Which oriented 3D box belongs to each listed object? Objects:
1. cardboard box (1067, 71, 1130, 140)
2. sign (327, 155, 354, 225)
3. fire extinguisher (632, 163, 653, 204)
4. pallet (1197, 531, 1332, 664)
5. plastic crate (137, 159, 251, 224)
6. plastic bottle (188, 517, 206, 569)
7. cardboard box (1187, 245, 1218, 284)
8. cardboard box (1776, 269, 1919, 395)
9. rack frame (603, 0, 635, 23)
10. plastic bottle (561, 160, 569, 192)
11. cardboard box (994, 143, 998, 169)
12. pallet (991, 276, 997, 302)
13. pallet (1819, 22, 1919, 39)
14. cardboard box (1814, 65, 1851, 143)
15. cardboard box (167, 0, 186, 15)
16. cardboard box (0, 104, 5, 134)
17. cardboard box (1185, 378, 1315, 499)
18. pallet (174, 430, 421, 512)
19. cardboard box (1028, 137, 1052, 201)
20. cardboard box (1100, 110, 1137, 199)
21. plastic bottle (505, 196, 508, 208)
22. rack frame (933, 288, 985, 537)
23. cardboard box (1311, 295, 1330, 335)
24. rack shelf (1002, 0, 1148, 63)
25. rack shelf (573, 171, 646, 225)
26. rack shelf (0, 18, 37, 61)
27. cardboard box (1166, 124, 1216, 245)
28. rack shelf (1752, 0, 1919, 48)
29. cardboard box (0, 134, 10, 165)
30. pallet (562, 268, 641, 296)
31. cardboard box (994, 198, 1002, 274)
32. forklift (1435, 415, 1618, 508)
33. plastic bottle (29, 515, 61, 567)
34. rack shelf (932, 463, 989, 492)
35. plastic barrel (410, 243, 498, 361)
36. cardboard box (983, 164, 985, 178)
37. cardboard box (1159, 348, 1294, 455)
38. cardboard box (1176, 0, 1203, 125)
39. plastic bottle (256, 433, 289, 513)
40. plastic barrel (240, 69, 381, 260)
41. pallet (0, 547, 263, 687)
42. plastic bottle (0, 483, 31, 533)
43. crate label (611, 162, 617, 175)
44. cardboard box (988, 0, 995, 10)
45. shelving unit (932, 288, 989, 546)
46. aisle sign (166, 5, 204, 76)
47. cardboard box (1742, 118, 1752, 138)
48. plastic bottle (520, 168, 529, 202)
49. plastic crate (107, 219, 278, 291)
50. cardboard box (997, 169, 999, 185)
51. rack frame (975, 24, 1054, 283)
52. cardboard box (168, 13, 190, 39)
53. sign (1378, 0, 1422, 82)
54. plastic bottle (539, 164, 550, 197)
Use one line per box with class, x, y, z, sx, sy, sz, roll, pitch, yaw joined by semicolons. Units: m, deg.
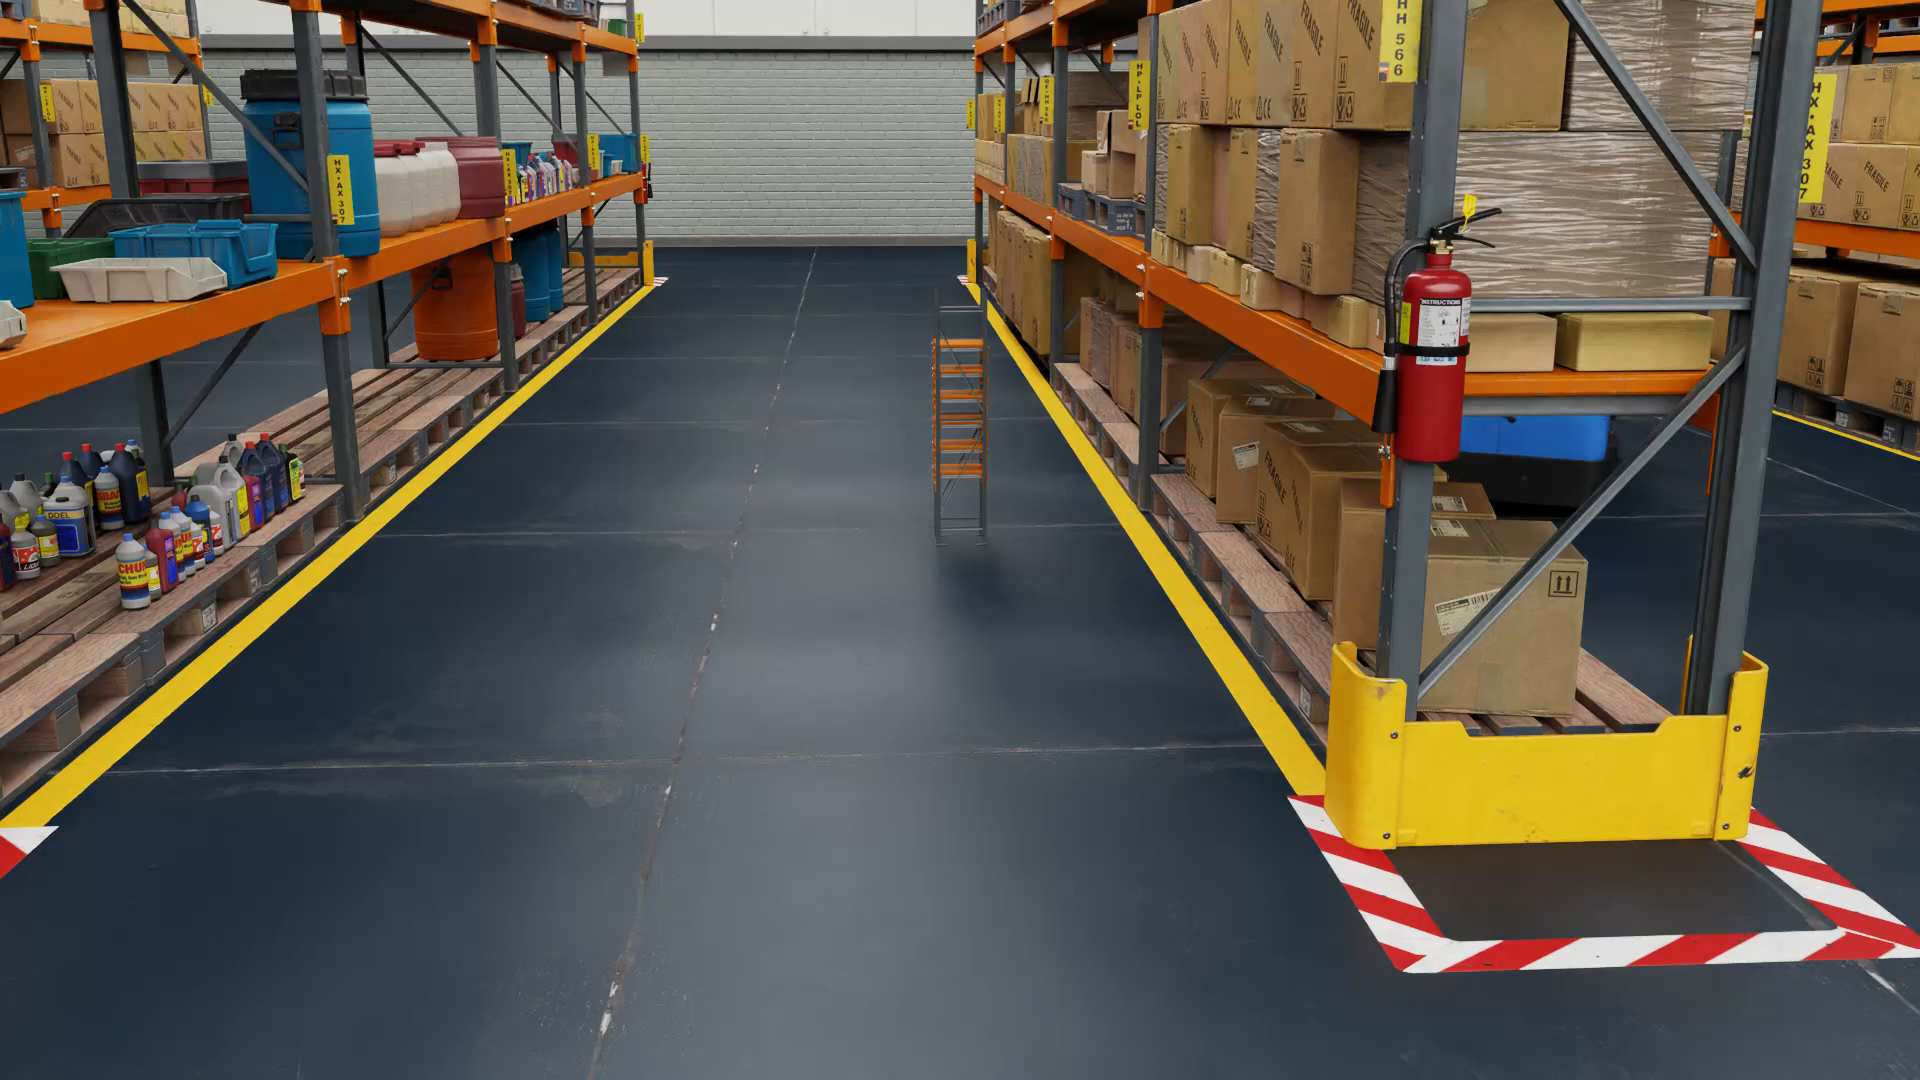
cardboard box;1.149;-3.324;12.712;0.797;0.503;0.637;0;14;-2
sign;-2.968;-1.676;7.966;0.100;0.325;0.005;-1;14;-3
fire extinguisher;-3.817;-4.347;19.807;0.296;0.674;0.183;-1;14;-3
pallet;1.582;0.208;6.794;1.003;0.211;1.213;-1;14;-3
plastic crate;-3.853;-1.683;8.420;0.402;0.464;0.583;-1;14;-3
plastic bottle;-3.104;0.010;6.701;0.097;0.201;0.097;0;14;0
cardboard box;1.184;-1.184;7.113;0.380;0.149;0.250;-1;14;-3
cardboard box;6.140;-1.403;11.131;1.050;0.750;0.750;-1;14;-3
rack frame;-4.261;-7.426;18.830;1.000;3.000;0.127;-1;14;-3
plastic bottle;-3.606;-3.320;15.143;0.061;0.283;0.133;-1;14;-3
cardboard box;0.607;-3.908;16.901;0.500;0.250;0.500;0;14;-2
pallet;0.883;-2.747;18.278;1.003;0.211;1.213;-1;14;-3
pallet;10.630;-5.976;19.390;1.003;0.211;1.213;-1;14;-3
cardboard box;6.186;-2.954;11.282;0.700;0.500;0.500;-1;14;-4
cardboard box;-8.919;-5.944;18.385;0.500;0.250;0.500;-1;14;-3
cardboard box;-9.247;-4.105;15.754;0.500;0.500;0.500;-1;14;-3
cardboard box;1.411;-0.506;8.146;0.500;0.500;0.500;-1;14;-5
pallet;-3.605;-0.381;9.083;1.003;0.211;1.213;-1;14;-3
cardboard box;0.840;-3.028;13.576;0.500;0.500;0.500;-1;14;-5
cardboard box;1.226;-2.296;9.881;0.797;0.503;0.637;1;14;2
plastic bottle;-3.455;-2.601;12.515;0.097;0.201;0.097;0;14;0
rack frame;-0.005;-0.600;7.951;0.240;1.200;0.006;-1;14;-3
cardboard box;1.368;-0.750;5.426;0.380;0.149;0.250;-1;14;-3
rack shelf;1.054;-4.209;13.791;1.077;0.370;4.000;-1;14;-3
rack shelf;-4.137;-3.675;17.734;1.077;0.370;4.000;-1;14;-3
rack shelf;-8.833;-4.057;13.200;1.077;0.370;4.000;-1;14;-3
cardboard box;1.388;-1.568;7.302;0.875;0.500;0.500;-1;14;-3
rack shelf;6.259;-3.266;10.125;1.077;0.370;4.000;-1;14;-3
cardboard box;-9.244;-3.619;15.873;0.500;0.500;0.500;-1;14;-3
pallet;-4.248;-2.965;19.126;1.003;0.211;1.213;-1;14;-3
cardboard box;0.859;-3.388;18.594;0.875;0.875;0.875;-1;14;-3
forklift;3.293;-1.900;9.530;1.130;2.935;3.031;6;15;21
plastic bottle;-3.714;-0.001;6.744;0.097;0.201;0.097;0;14;0
rack shelf;0.001;-0.302;7.934;0.258;0.103;0.180;-1;14;-3
plastic barrel;-3.812;-1.805;12.535;0.600;0.830;0.708;-1;14;-3
cardboard box;0.457;-4.063;18.300;0.380;0.149;0.250;-1;14;-4
cardboard box;1.410;-0.769;9.127;0.700;0.500;0.500;-2;15;-8
cardboard box;1.233;-2.050;7.168;0.500;0.500;0.500;-1;14;-3
plastic bottle;-3.190;-0.311;7.649;0.144;0.351;0.185;-1;14;-5
plastic barrel;-3.239;-1.880;8.308;0.600;0.901;0.708;-1;14;-3
pallet;-3.439;0.286;6.492;1.003;0.211;1.213;-1;14;-3
plastic bottle;-3.832;-0.061;6.675;0.144;0.351;0.185;0;14;-1
crate label;-3.984;-4.081;18.277;0.396;0.136;0.243;-1;14;-3
cardboard box;0.683;-6.080;18.373;0.700;0.500;0.500;-1;14;-5
shelving unit;0.001;-0.577;7.863;0.258;1.200;0.189;-1;14;-3
aisle sign;-8.903;-5.726;19.044;0.394;0.787;0.004;-1;14;-3
cardboard box;6.280;-3.214;12.965;0.380;0.149;0.250;-1;14;-5
plastic bottle;-3.506;-2.841;13.306;0.097;0.271;0.097;0;14;0
plastic crate;-3.178;-1.193;6.944;0.499;0.251;0.616;-1;14;-3
cardboard box;0.568;-3.616;16.564;0.380;0.149;0.250;-1;14;-2
rack frame;0.683;-4.597;19.875;1.000;3.000;0.127;-1;14;-3
cardboard box;-8.910;-5.702;18.448;0.500;0.250;0.500;-1;14;-3
sign;1.119;-1.328;4.212;0.100;0.325;0.005;-1;14;-3
plastic bottle;-3.589;-3.066;14.170;0.152;0.276;0.135;-1;14;-3
